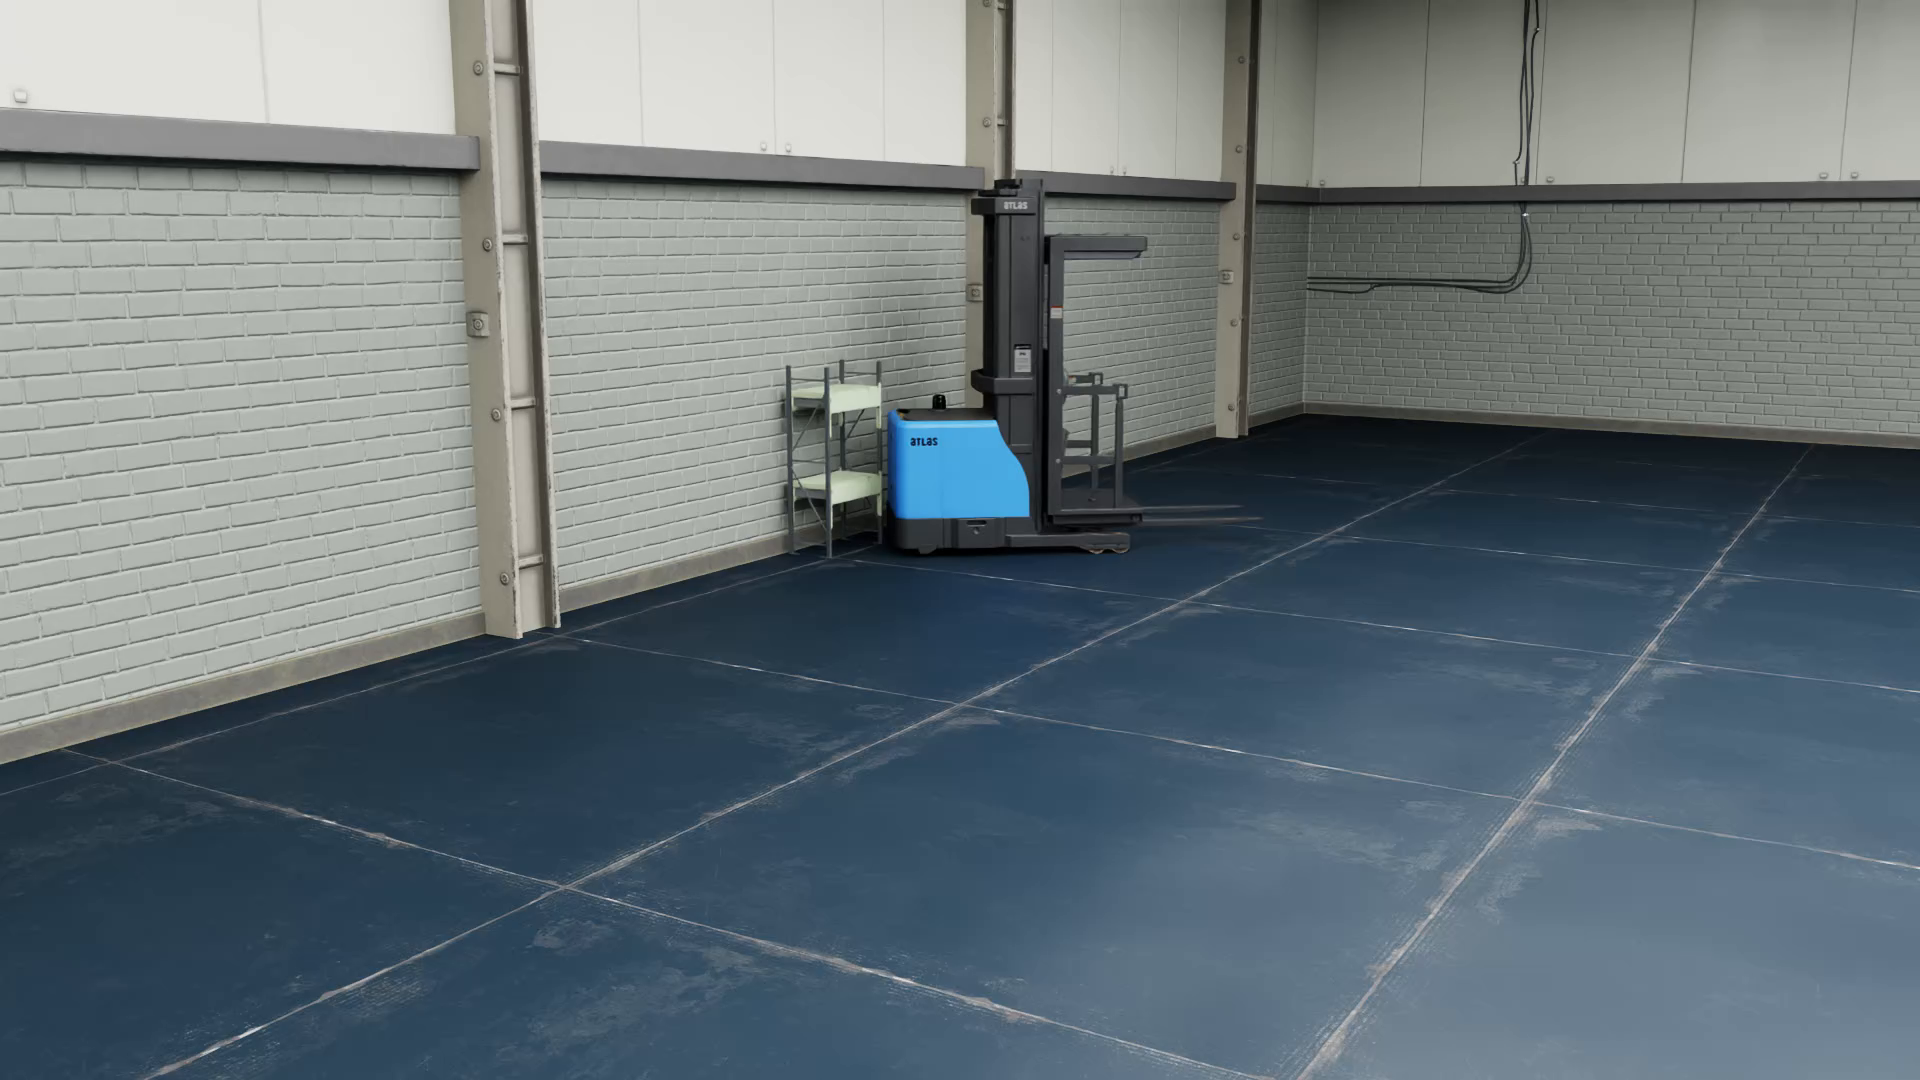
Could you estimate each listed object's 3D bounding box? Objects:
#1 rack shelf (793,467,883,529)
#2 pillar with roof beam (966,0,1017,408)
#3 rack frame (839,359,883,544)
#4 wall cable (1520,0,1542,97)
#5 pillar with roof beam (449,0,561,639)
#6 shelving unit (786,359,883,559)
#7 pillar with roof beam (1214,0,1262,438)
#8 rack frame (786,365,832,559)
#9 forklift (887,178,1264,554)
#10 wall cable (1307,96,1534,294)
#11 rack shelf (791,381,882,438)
[{"bbox_3d":[-0.999,-0.347,13.411,0.431,0.370,0.720,6,12,30],"label":"rack shelf"},{"bbox_3d":[3.960,-4.375,12.783,9.100,9.000,0.400,6,12,31],"label":"pillar with roof beam"},{"bbox_3d":[-0.813,-0.724,13.661,0.400,1.500,0.023,6,12,30],"label":"rack frame"},{"bbox_3d":[8.367,-6.765,20.261,3.097,2.526,0.112,6,12,31],"label":"wall cable"},{"bbox_3d":[0.845,-3.431,7.743,9.100,9.000,0.400,6,12,31],"label":"pillar with roof beam"},{"bbox_3d":[-0.999,-0.667,13.351,0.431,1.500,0.755,6,12,30],"label":"shelving unit"},{"bbox_3d":[7.075,-5.319,17.823,9.100,9.000,0.400,6,12,31],"label":"pillar with roof beam"},{"bbox_3d":[-1.185,-0.610,13.041,0.400,1.500,0.023,6,12,30],"label":"rack frame"},{"bbox_3d":[0.940,-1.425,13.514,3.031,2.935,1.130,-1,11,-6],"label":"forklift"},{"bbox_3d":[6.055,-4.541,22.106,3.097,2.526,0.112,6,12,31],"label":"wall cable"},{"bbox_3d":[-0.998,-1.051,13.280,0.431,0.370,0.720,6,12,30],"label":"rack shelf"}]
